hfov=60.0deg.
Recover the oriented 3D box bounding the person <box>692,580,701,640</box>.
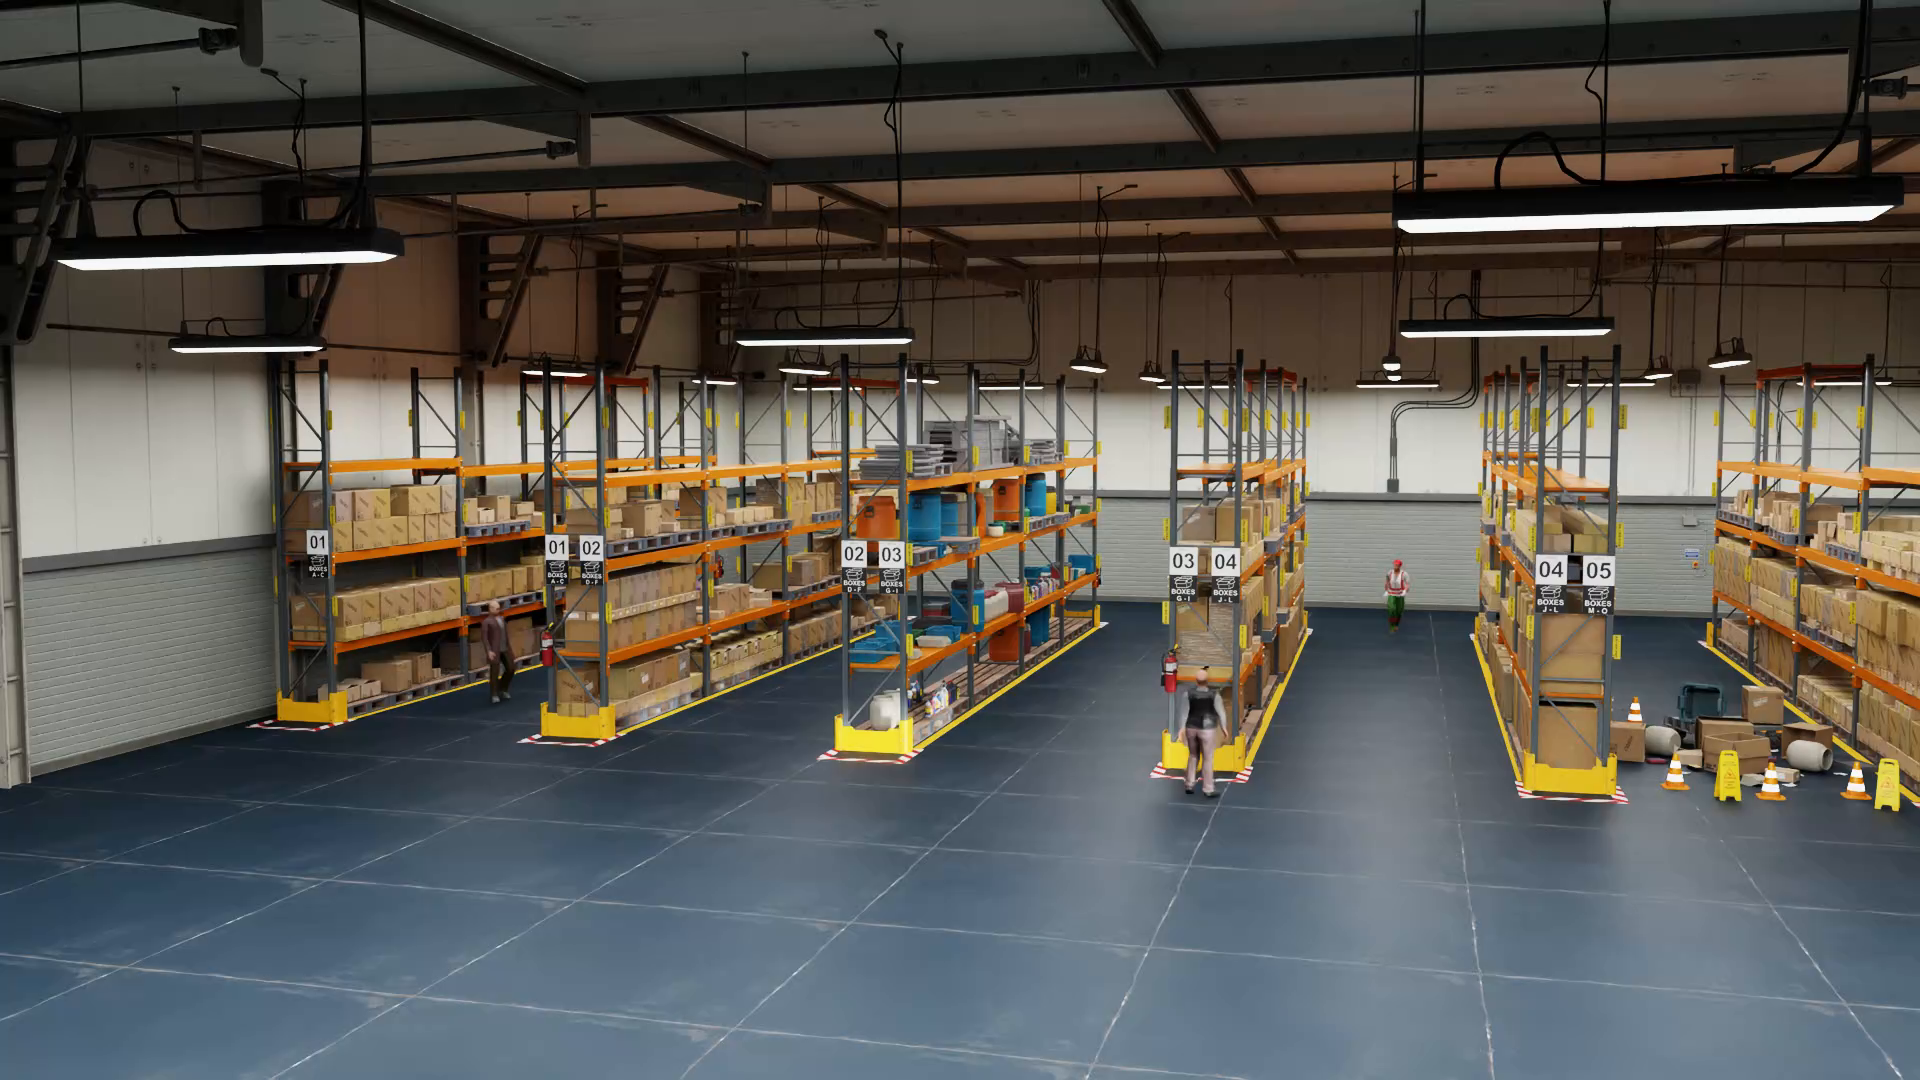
[{"bbox_3d":[-6.108,1.472,38.070,0.399,1.609,0.437,2,4,23],"label":"person"}]

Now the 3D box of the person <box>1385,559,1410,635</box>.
[{"bbox_3d":[10.304,1.348,39.190,0.574,1.812,0.877,1,4,15],"label":"person"}]

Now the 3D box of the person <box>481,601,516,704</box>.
[{"bbox_3d":[-8.226,1.995,29.639,0.508,1.774,0.666,4,6,44],"label":"person"}]

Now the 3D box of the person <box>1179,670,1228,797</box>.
[{"bbox_3d":[3.229,2.578,22.110,0.594,1.752,0.552,3,5,38],"label":"person"}]
